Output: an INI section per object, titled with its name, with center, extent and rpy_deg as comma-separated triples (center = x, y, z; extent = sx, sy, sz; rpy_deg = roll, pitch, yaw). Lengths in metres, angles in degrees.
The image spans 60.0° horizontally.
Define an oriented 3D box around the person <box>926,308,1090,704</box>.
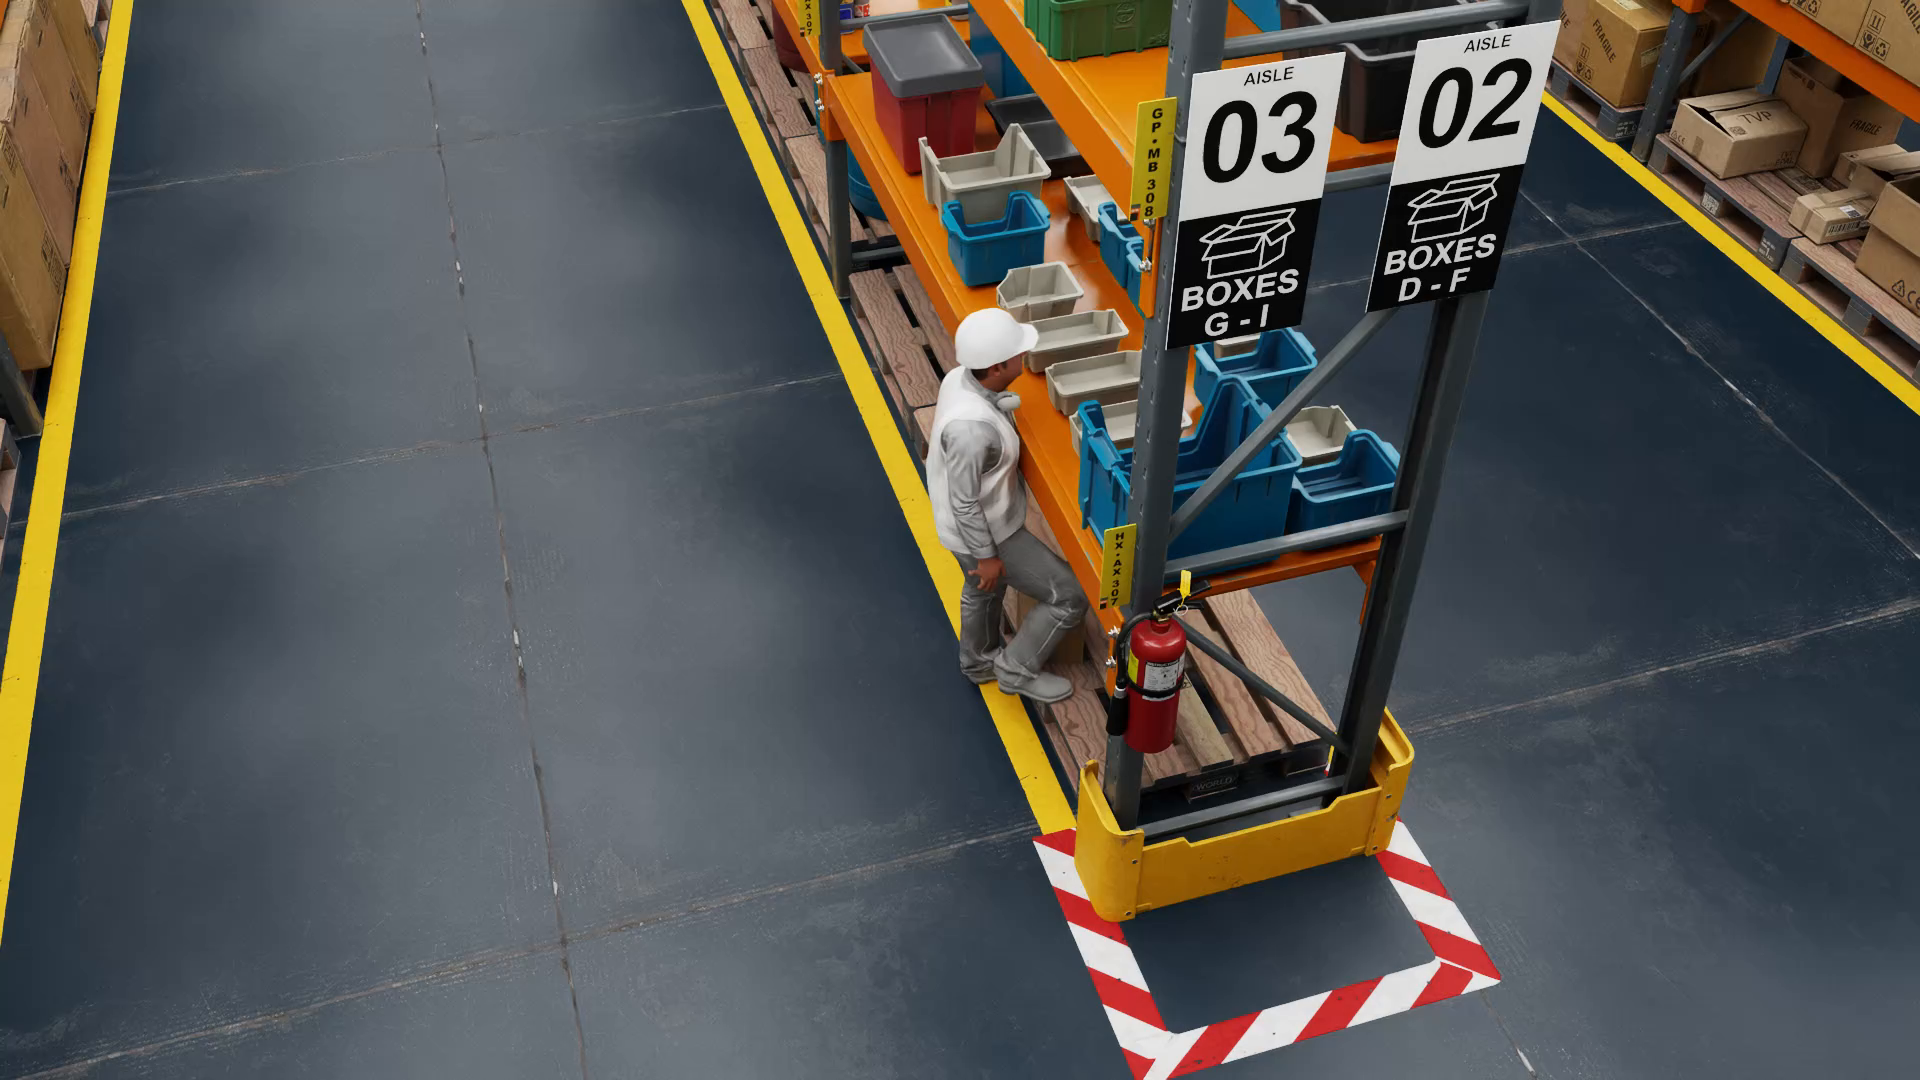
[person]
center = 0.183, -0.083, 6.217
extent = 0.614, 1.774, 0.634
rpy_deg = 0, 42, 0
